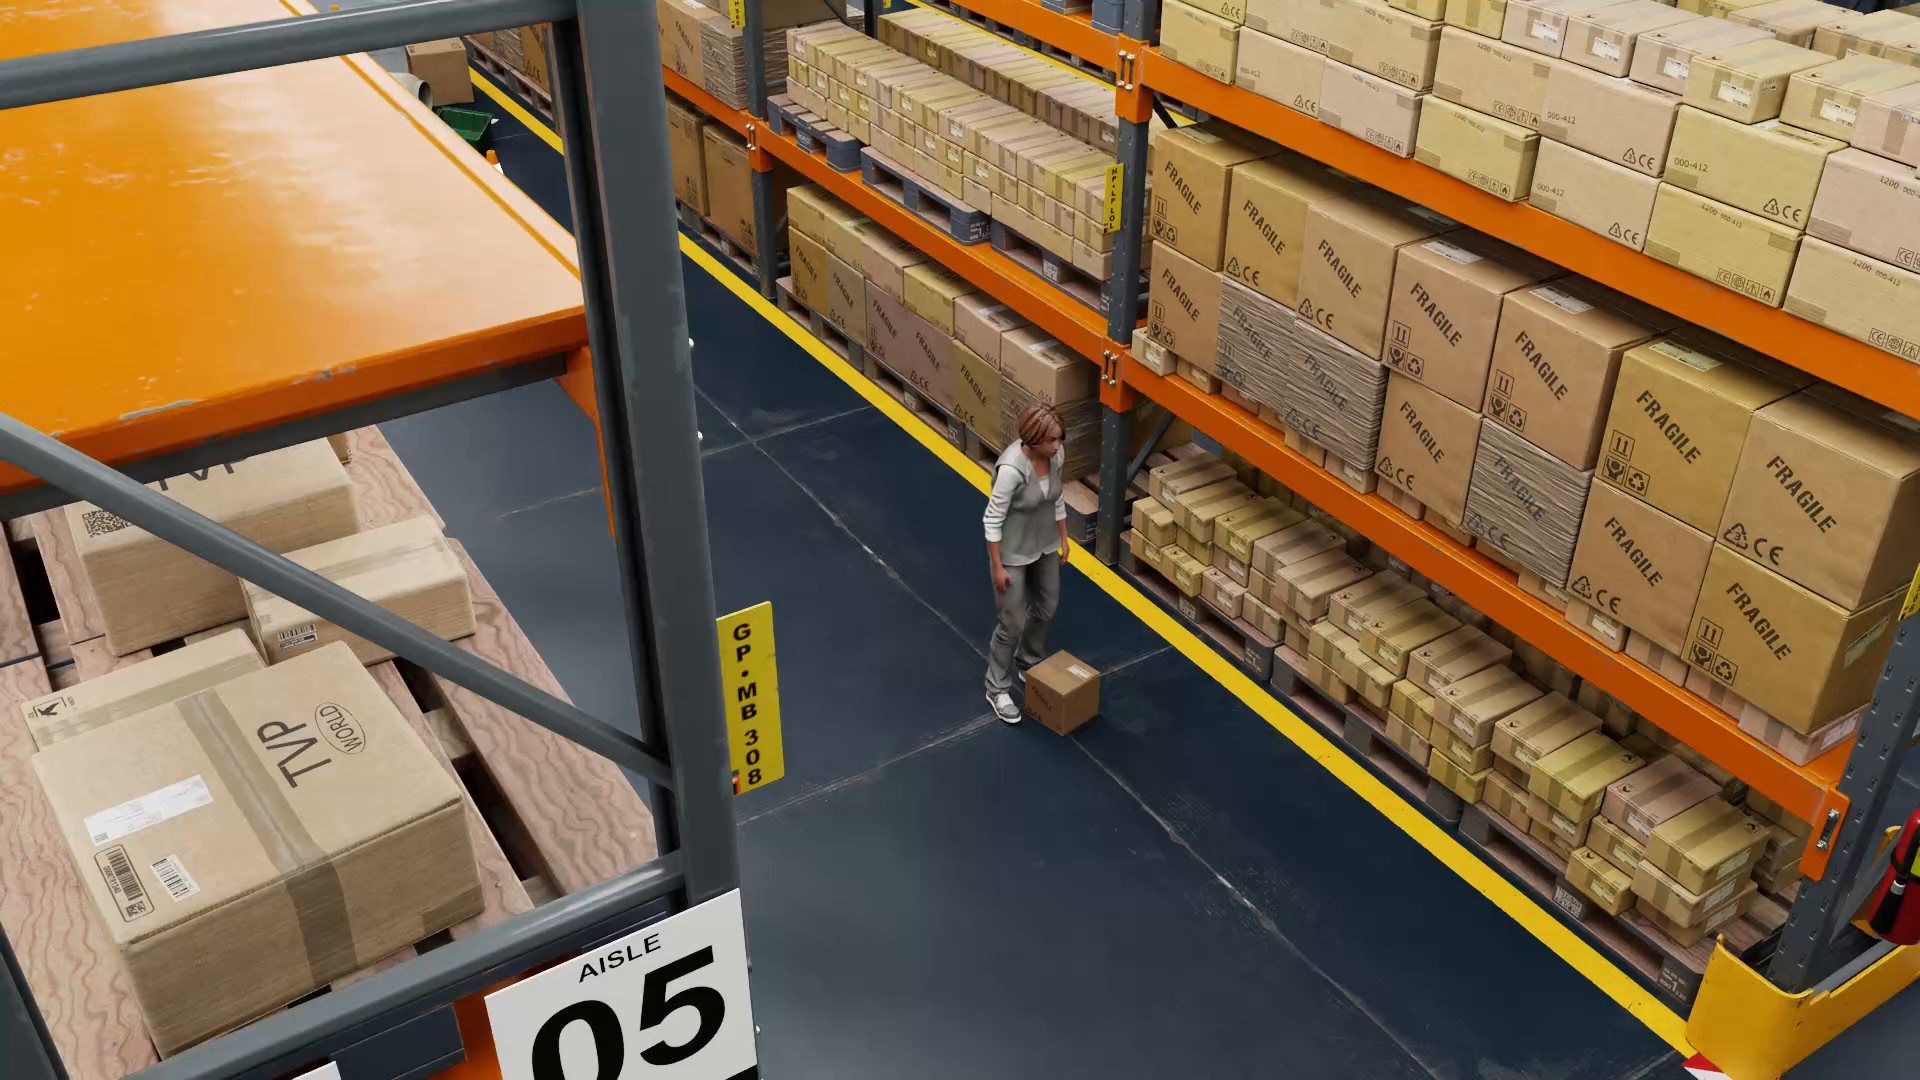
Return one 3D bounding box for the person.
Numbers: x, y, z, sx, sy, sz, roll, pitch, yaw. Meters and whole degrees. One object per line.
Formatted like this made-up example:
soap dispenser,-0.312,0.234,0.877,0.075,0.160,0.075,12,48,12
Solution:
person,0.308,0.068,7.603,0.462,1.592,0.343,-25,41,-33
